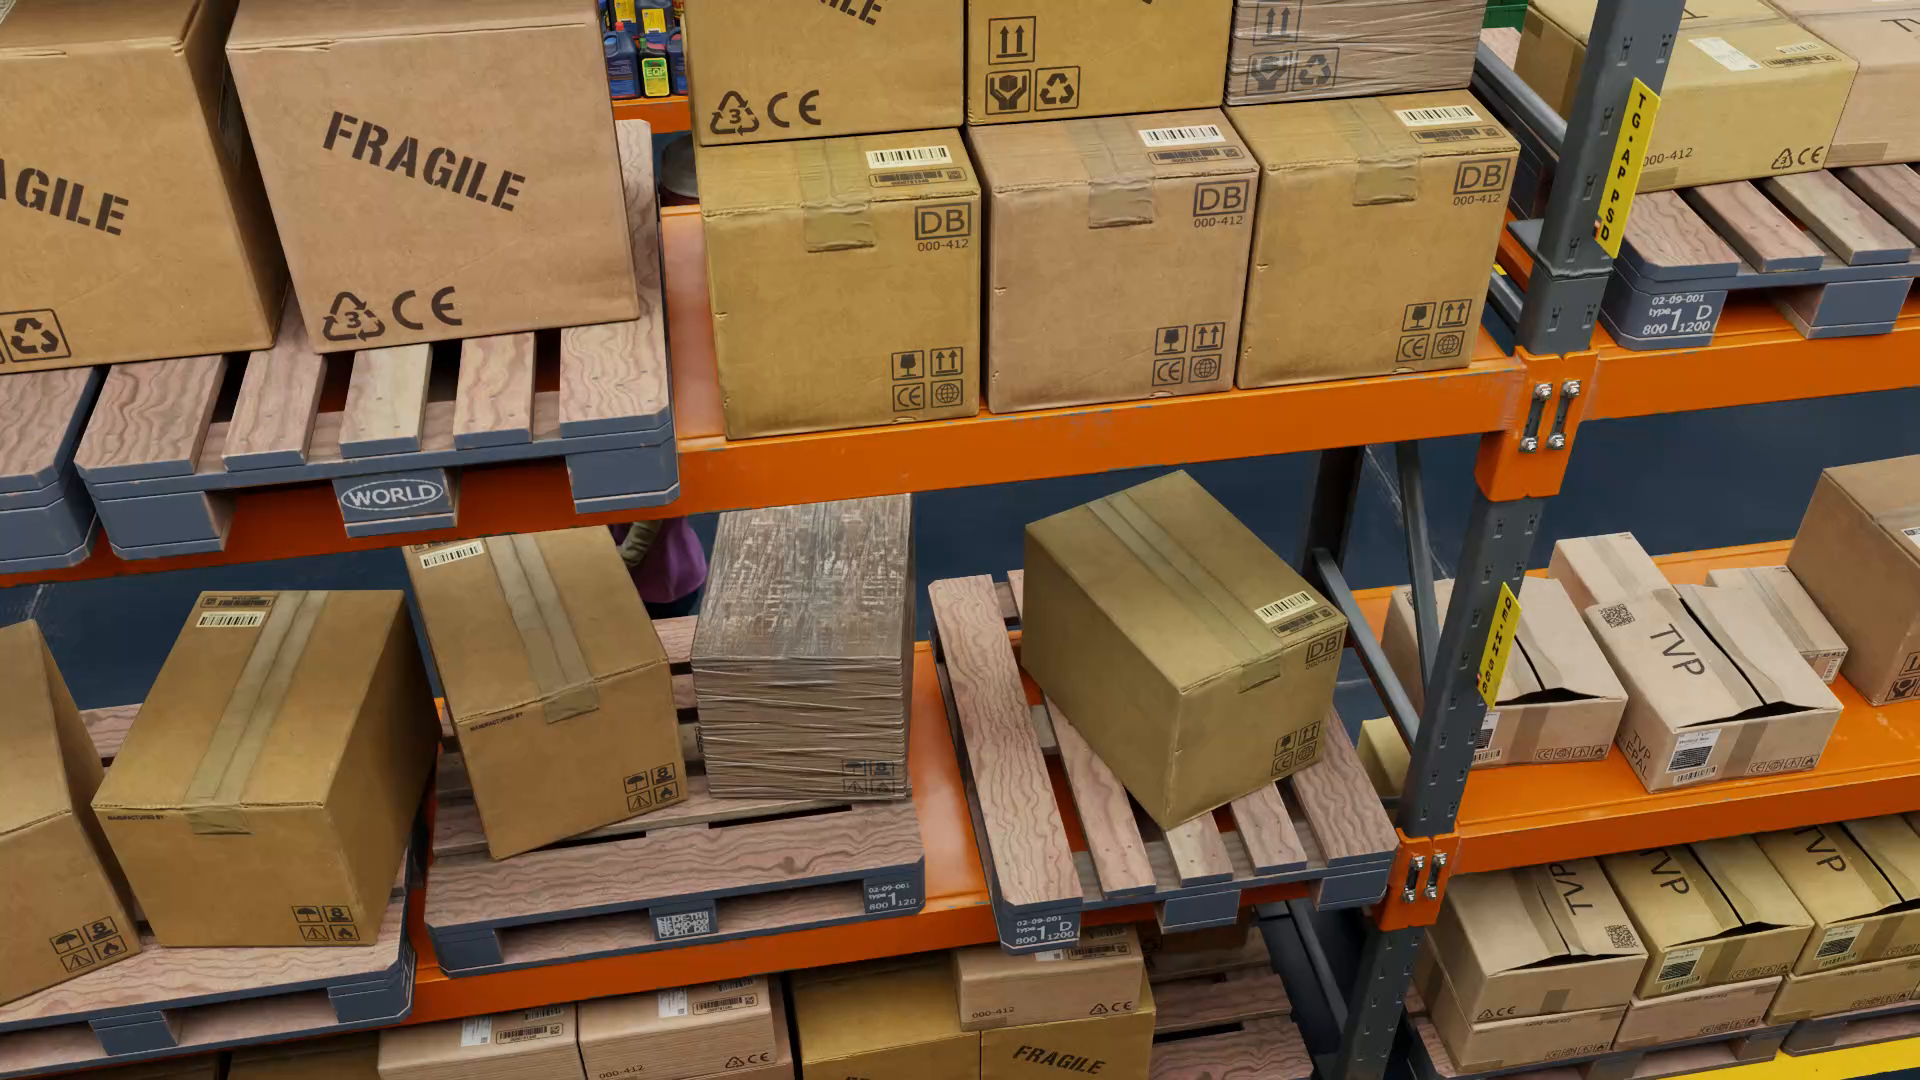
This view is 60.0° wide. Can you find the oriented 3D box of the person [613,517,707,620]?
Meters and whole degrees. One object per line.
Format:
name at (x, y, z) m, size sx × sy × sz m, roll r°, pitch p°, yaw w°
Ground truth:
person at (-1.156, 0.179, 6.024) m, size 0.489 × 1.497 × 0.405 m, roll -6°, pitch 40°, yaw -7°
